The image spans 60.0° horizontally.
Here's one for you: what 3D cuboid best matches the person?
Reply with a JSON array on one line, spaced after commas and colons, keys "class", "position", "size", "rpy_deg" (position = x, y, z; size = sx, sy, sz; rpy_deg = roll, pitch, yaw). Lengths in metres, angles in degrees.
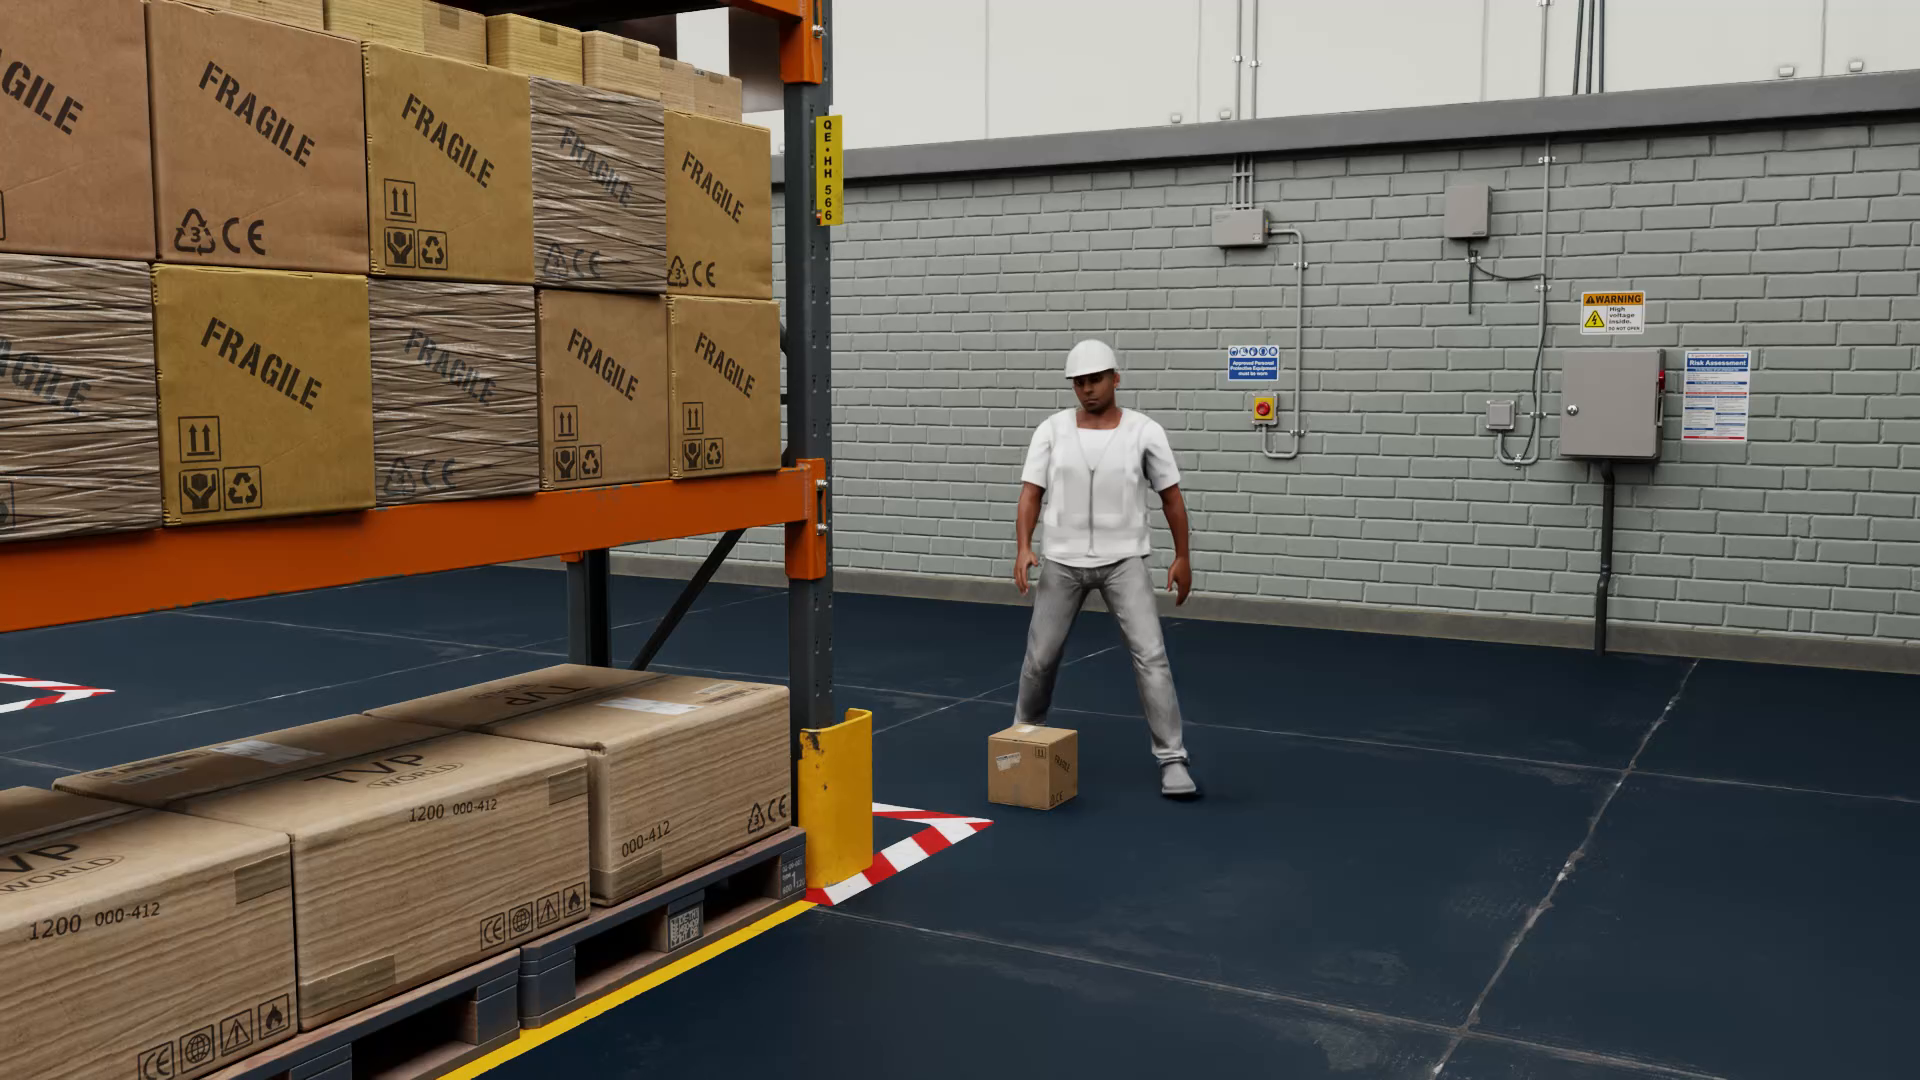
[{"class": "person", "position": [0.549, 0.079, 6.506], "size": [0.785, 1.723, 0.757], "rpy_deg": [1, 6, 10]}]
